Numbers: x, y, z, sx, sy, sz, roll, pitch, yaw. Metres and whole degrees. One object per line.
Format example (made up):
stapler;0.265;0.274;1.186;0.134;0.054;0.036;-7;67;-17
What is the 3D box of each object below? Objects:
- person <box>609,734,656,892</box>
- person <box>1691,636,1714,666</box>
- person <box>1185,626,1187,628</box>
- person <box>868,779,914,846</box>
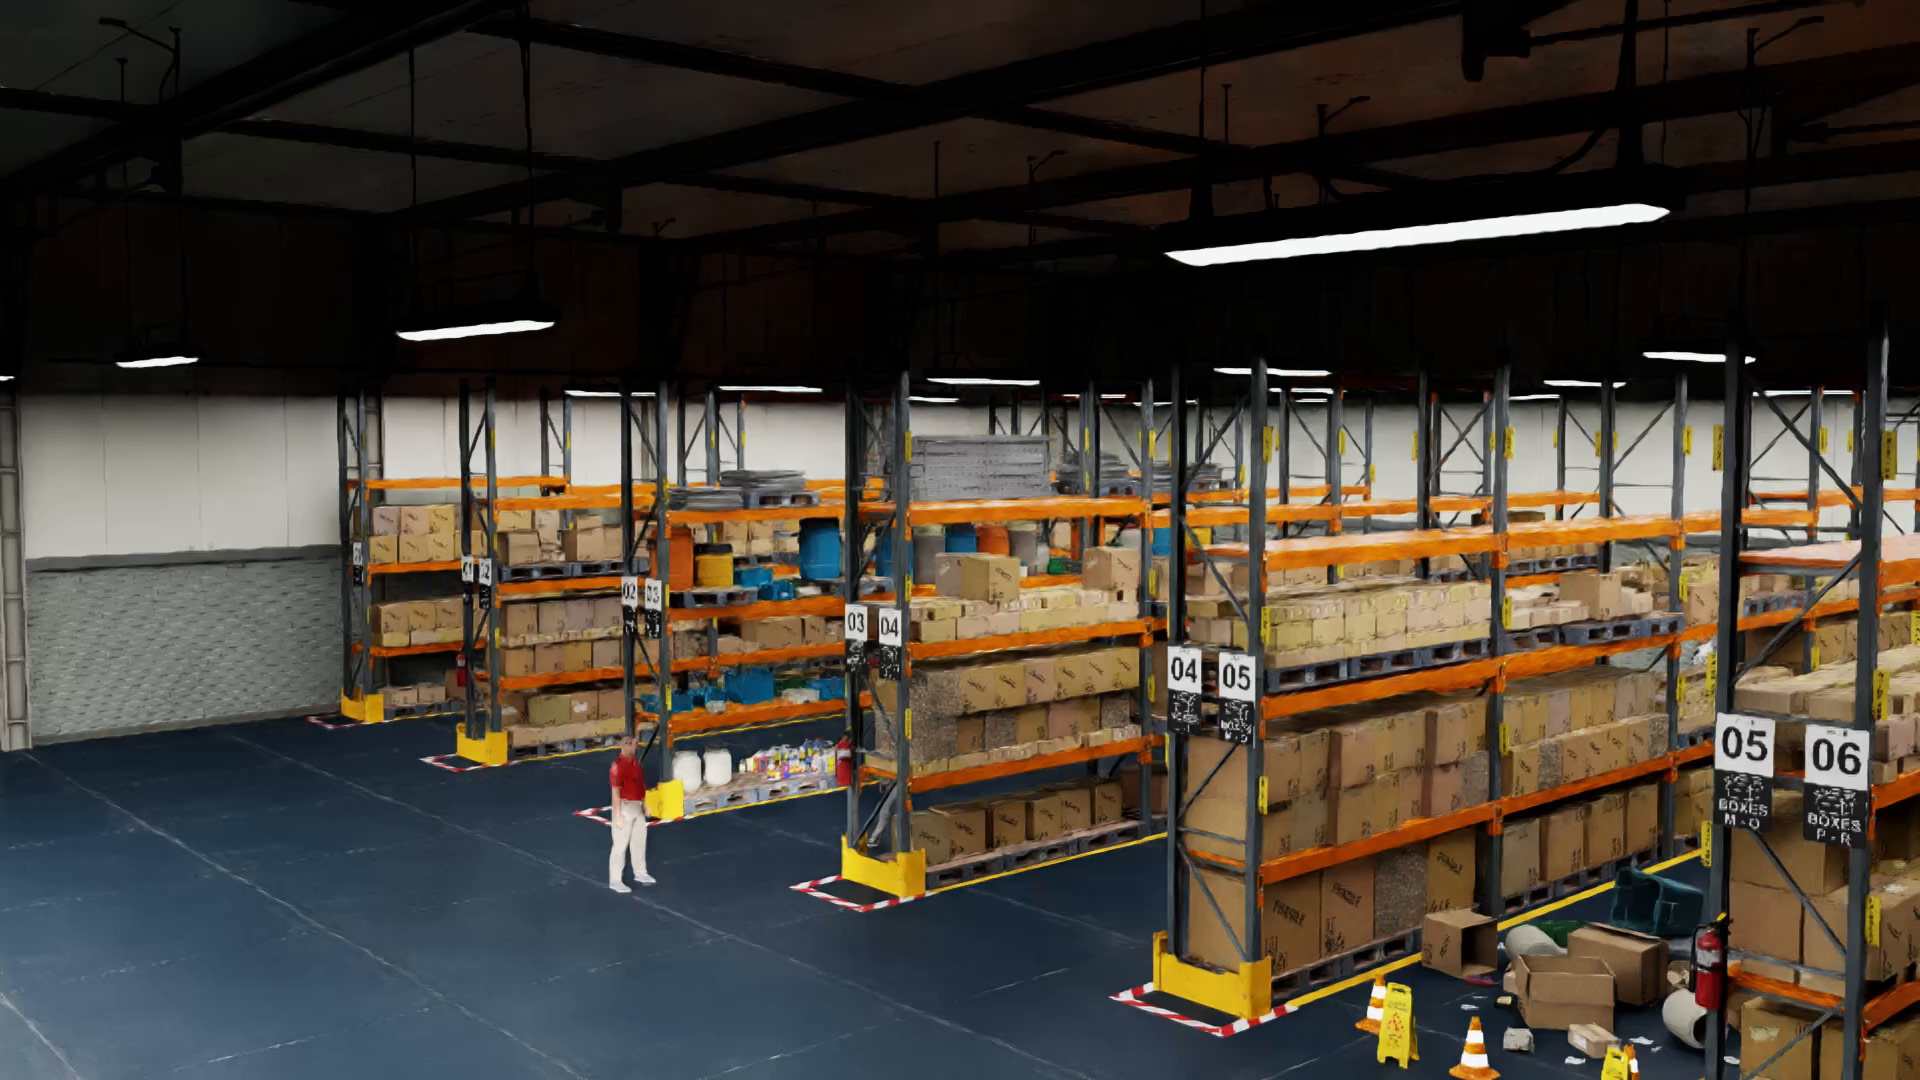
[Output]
person;-3.697;3.056;18.761;0.450;1.737;0.595;1;4;18
person;12.857;2.418;28.646;0.501;1.747;0.742;1;4;22
person;4.568;2.067;34.988;0.507;1.618;0.580;-4;5;-44
person;-0.875;3.022;20.860;1.036;1.517;0.417;-3;5;-39
